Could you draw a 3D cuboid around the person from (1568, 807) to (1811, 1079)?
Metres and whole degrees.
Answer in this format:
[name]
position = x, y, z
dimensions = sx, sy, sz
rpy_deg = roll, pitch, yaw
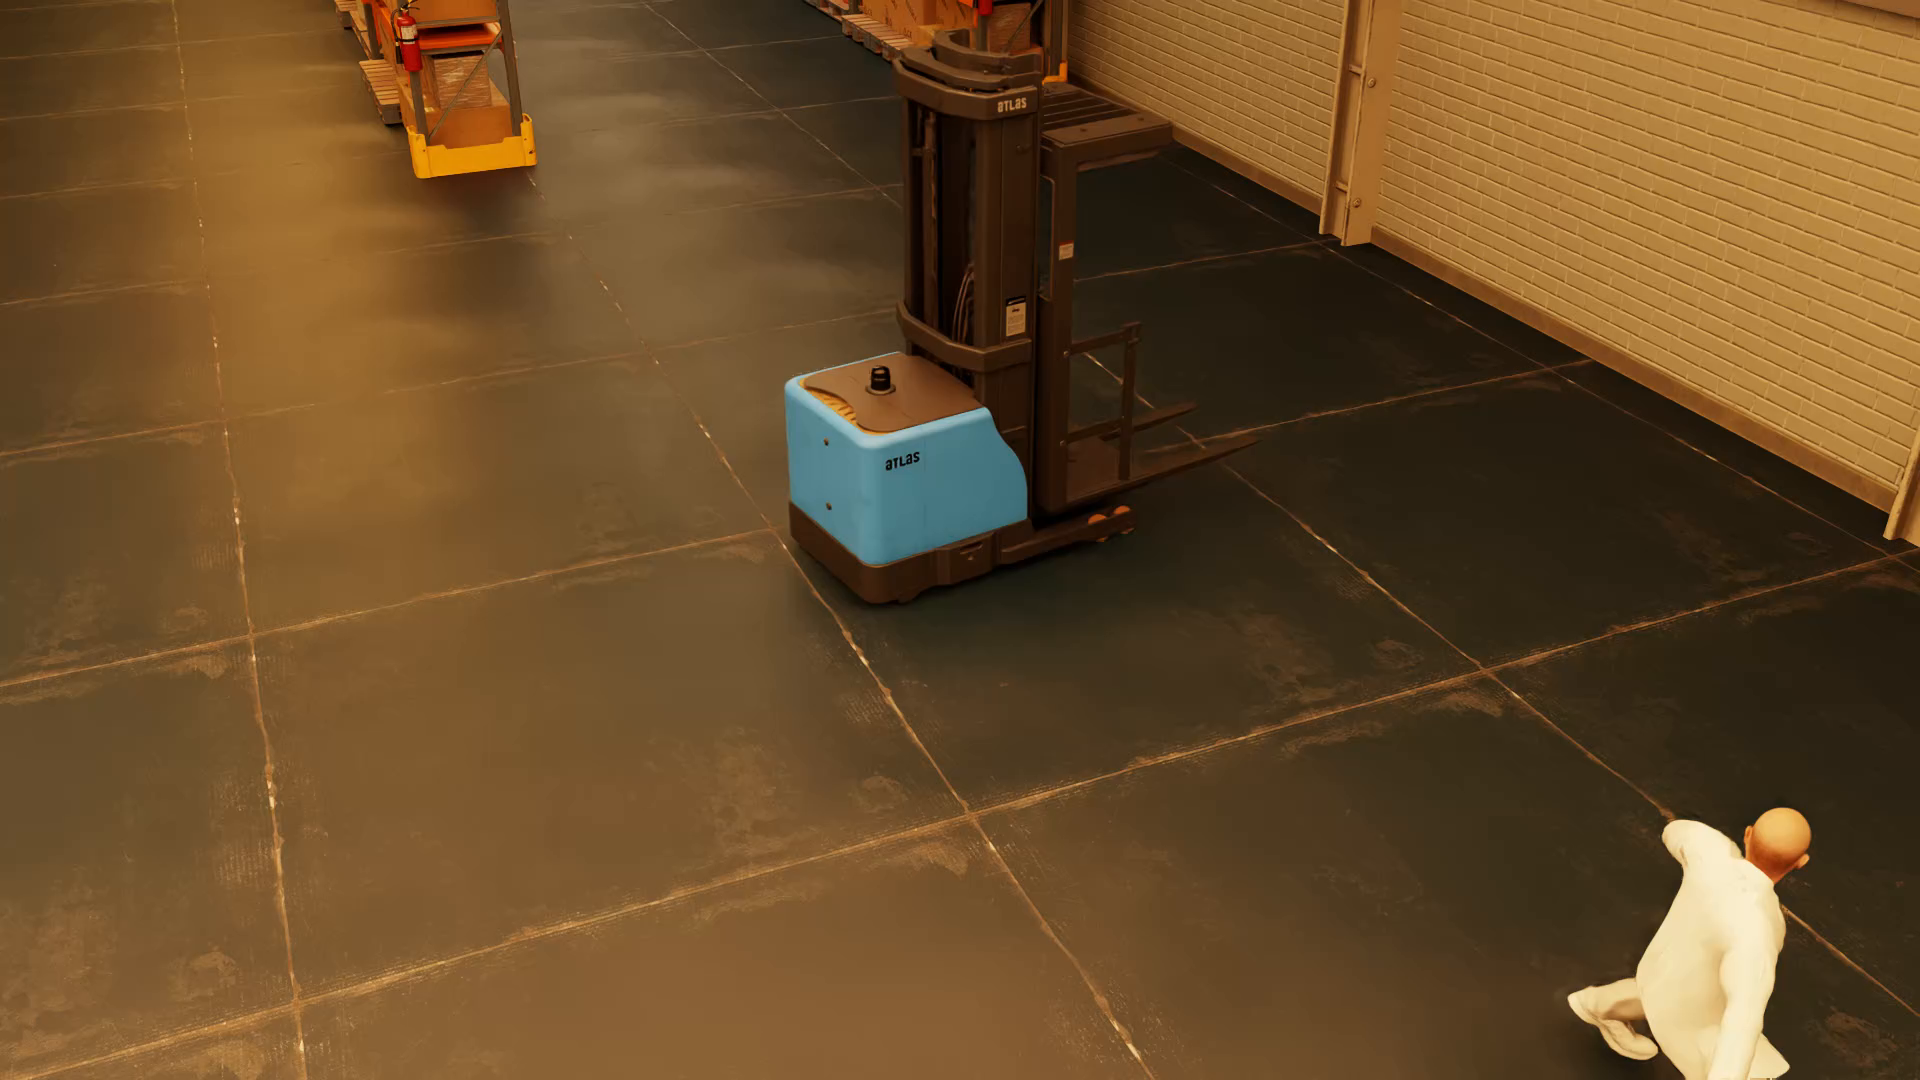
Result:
[person]
position = 2.557, 1.618, 5.693
dimensions = 0.569, 1.674, 1.223
rpy_deg = 5, 30, 9

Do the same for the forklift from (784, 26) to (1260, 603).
[forklift]
position = 0.491, -1.461, 9.675
dimensions = 3.031, 2.935, 1.130
rpy_deg = -18, 34, -28
